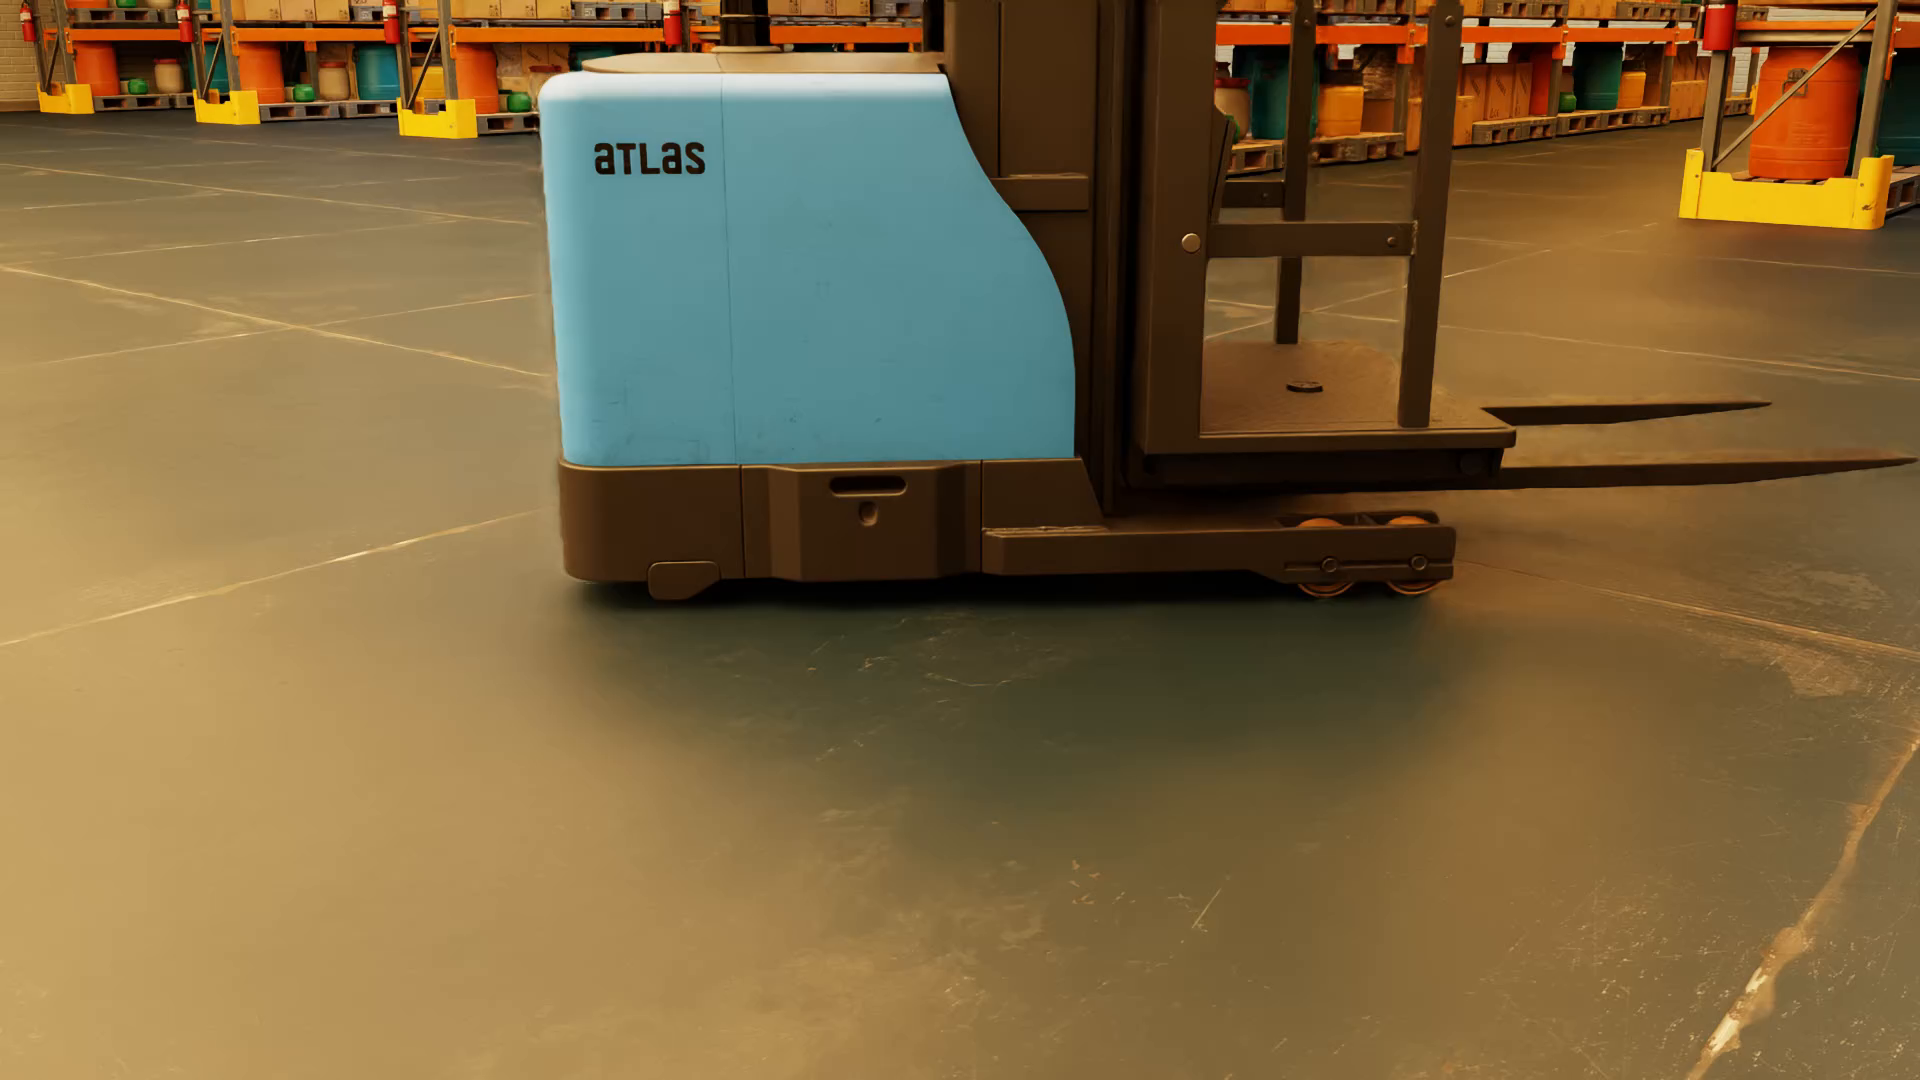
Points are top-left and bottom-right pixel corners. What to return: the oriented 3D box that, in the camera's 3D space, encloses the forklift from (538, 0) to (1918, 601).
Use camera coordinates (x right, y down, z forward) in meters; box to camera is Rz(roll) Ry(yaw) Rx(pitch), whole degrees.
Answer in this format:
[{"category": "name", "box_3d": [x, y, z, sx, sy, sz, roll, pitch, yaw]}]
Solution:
[{"category": "forklift", "box_3d": [0.644, -1.433, 3.615, 3.031, 2.935, 1.130, -1, 17, -5]}]
